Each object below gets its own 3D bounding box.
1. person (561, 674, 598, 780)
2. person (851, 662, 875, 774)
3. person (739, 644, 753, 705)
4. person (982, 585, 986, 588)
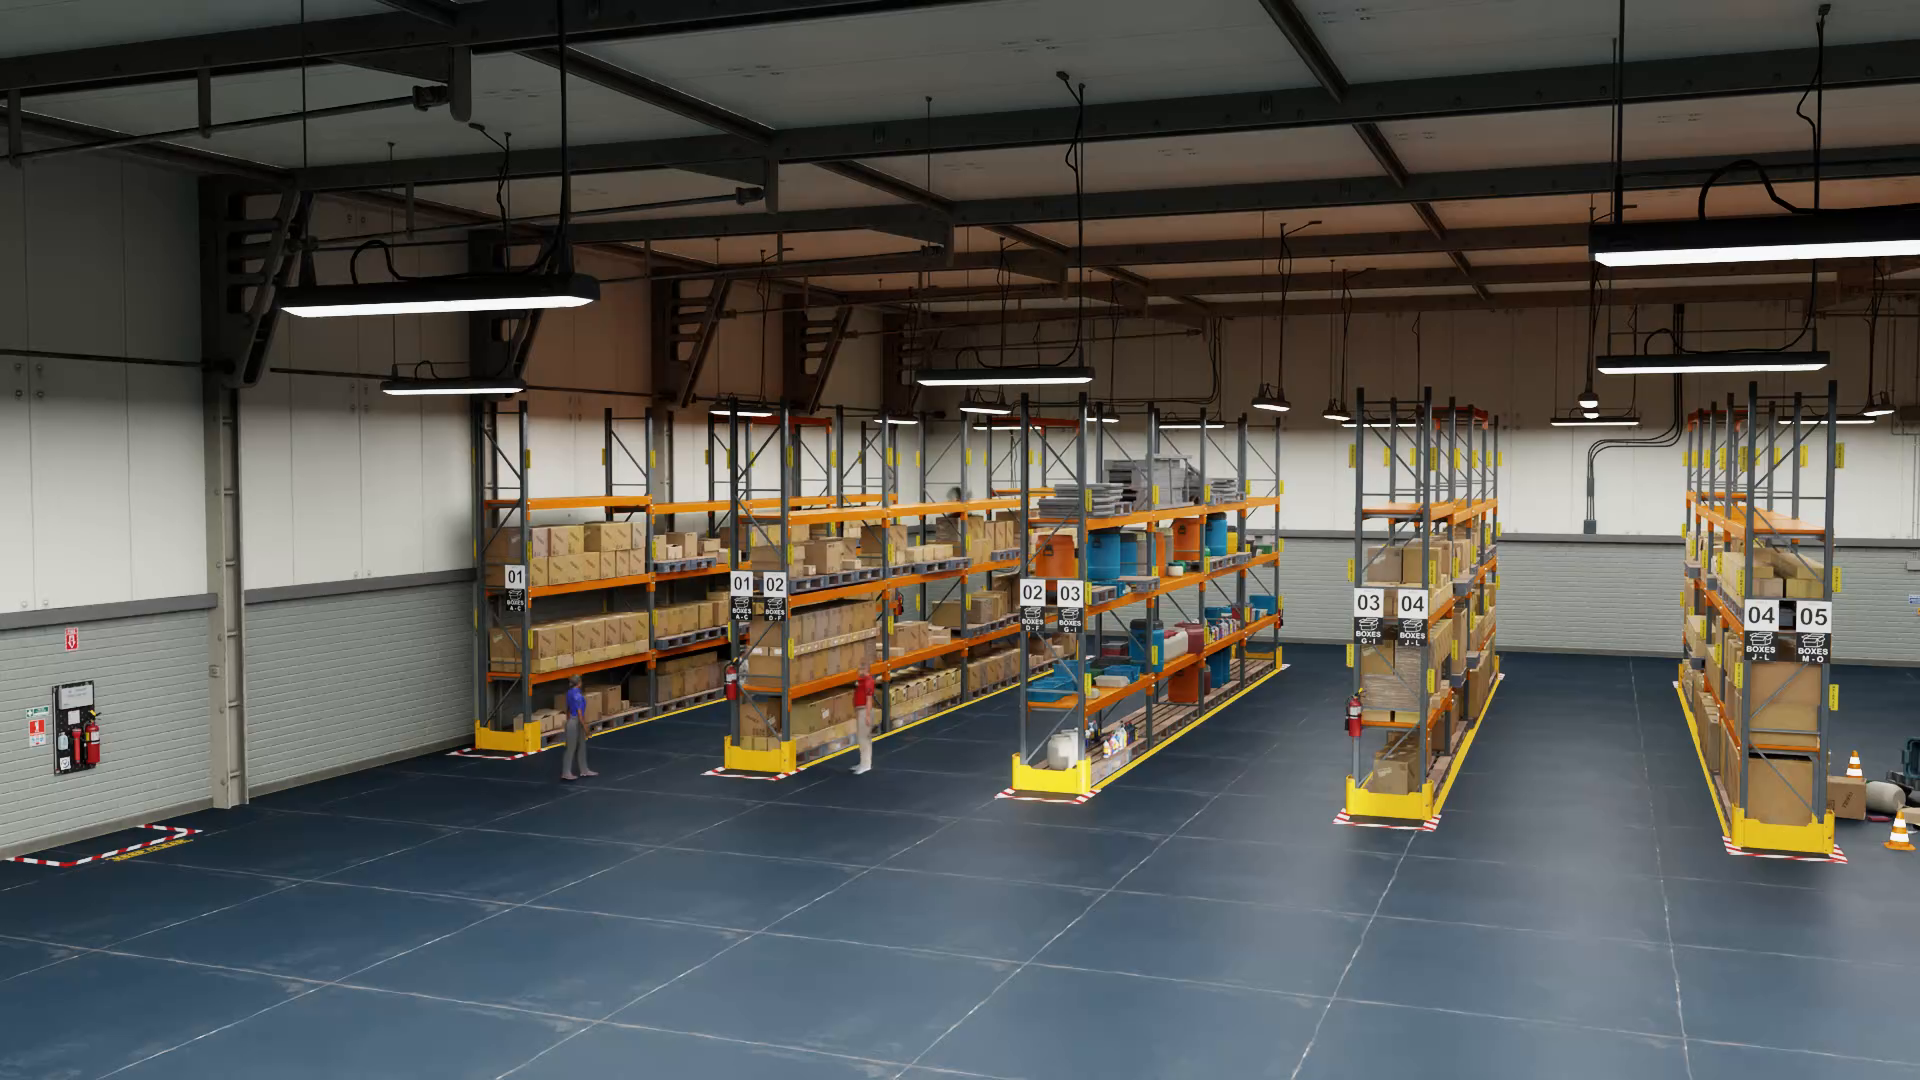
[{"bbox_3d":[-5.970,2.921,26.043,0.554,1.649,0.526,0,3,-8],"label":"person"},{"bbox_3d":[-1.564,2.854,26.725,0.385,1.777,0.604,0,3,-8],"label":"person"},{"bbox_3d":[-3.879,2.713,29.816,0.405,1.690,0.509,1,3,23],"label":"person"},{"bbox_3d":[0.750,2.016,43.751,0.445,1.682,0.512,2,3,29],"label":"person"}]
